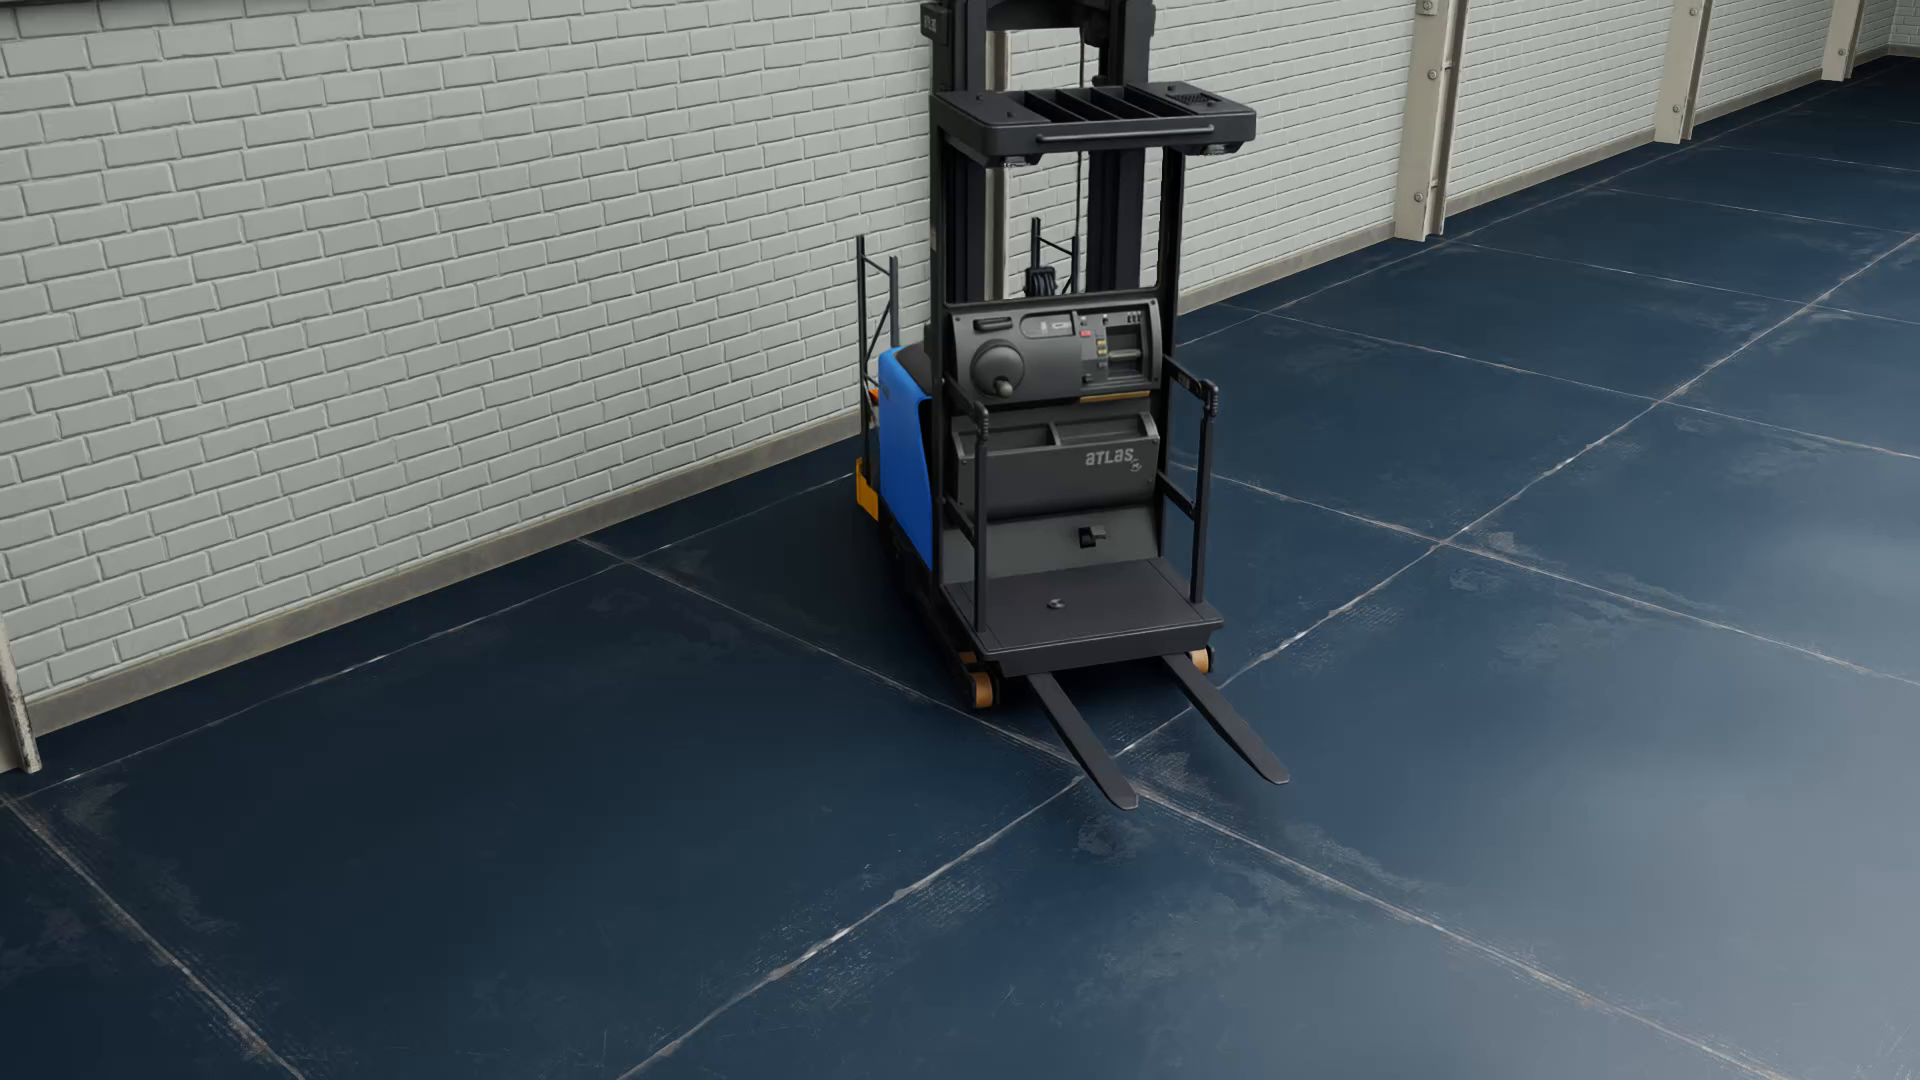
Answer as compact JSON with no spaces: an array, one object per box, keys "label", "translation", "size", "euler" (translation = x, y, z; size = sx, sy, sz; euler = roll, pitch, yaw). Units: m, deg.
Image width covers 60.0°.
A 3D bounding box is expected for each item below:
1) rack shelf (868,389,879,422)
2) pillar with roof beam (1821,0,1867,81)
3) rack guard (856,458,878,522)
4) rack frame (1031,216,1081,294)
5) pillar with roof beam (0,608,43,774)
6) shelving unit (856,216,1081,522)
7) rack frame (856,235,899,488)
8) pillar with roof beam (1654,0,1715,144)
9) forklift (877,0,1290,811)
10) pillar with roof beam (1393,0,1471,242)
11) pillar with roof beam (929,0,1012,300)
[{"label":"rack shelf","translation":[0.042,-0.721,8.965],"size":[1.000,0.185,0.538],"euler":[-10,26,-22]},{"label":"pillar with roof beam","translation":[15.283,-9.304,18.502],"size":[9.100,9.000,0.400],"euler":[20,31,38]},{"label":"rack guard","translation":[-0.420,-0.230,8.957],"size":[0.087,0.250,0.587],"euler":[-10,26,-22]},{"label":"rack frame","translation":[0.506,-0.971,9.082],"size":[0.032,1.500,0.500],"euler":[-10,26,-22]},{"label":"pillar with roof beam","translation":[-0.735,-1.992,2.194],"size":[9.100,9.000,0.400],"euler":[20,31,38]},{"label":"shelving unit","translation":[0.034,-0.884,8.888],"size":[1.083,1.500,0.587],"euler":[-10,26,-22]},{"label":"rack frame","translation":[-0.421,-0.800,8.701],"size":[0.032,1.500,0.500],"euler":[-10,26,-22]},{"label":"pillar with roof beam","translation":[11.279,-7.476,14.425],"size":[9.100,9.000,0.400],"euler":[20,31,38]},{"label":"forklift","translation":[0.483,-0.790,6.928],"size":[1.130,2.935,3.031],"euler":[-7,25,-15]},{"label":"pillar with roof beam","translation":[7.274,-5.648,10.348],"size":[9.100,9.000,0.400],"euler":[20,31,38]},{"label":"pillar with roof beam","translation":[3.270,-3.820,6.271],"size":[9.100,9.000,0.400],"euler":[20,31,38]}]
